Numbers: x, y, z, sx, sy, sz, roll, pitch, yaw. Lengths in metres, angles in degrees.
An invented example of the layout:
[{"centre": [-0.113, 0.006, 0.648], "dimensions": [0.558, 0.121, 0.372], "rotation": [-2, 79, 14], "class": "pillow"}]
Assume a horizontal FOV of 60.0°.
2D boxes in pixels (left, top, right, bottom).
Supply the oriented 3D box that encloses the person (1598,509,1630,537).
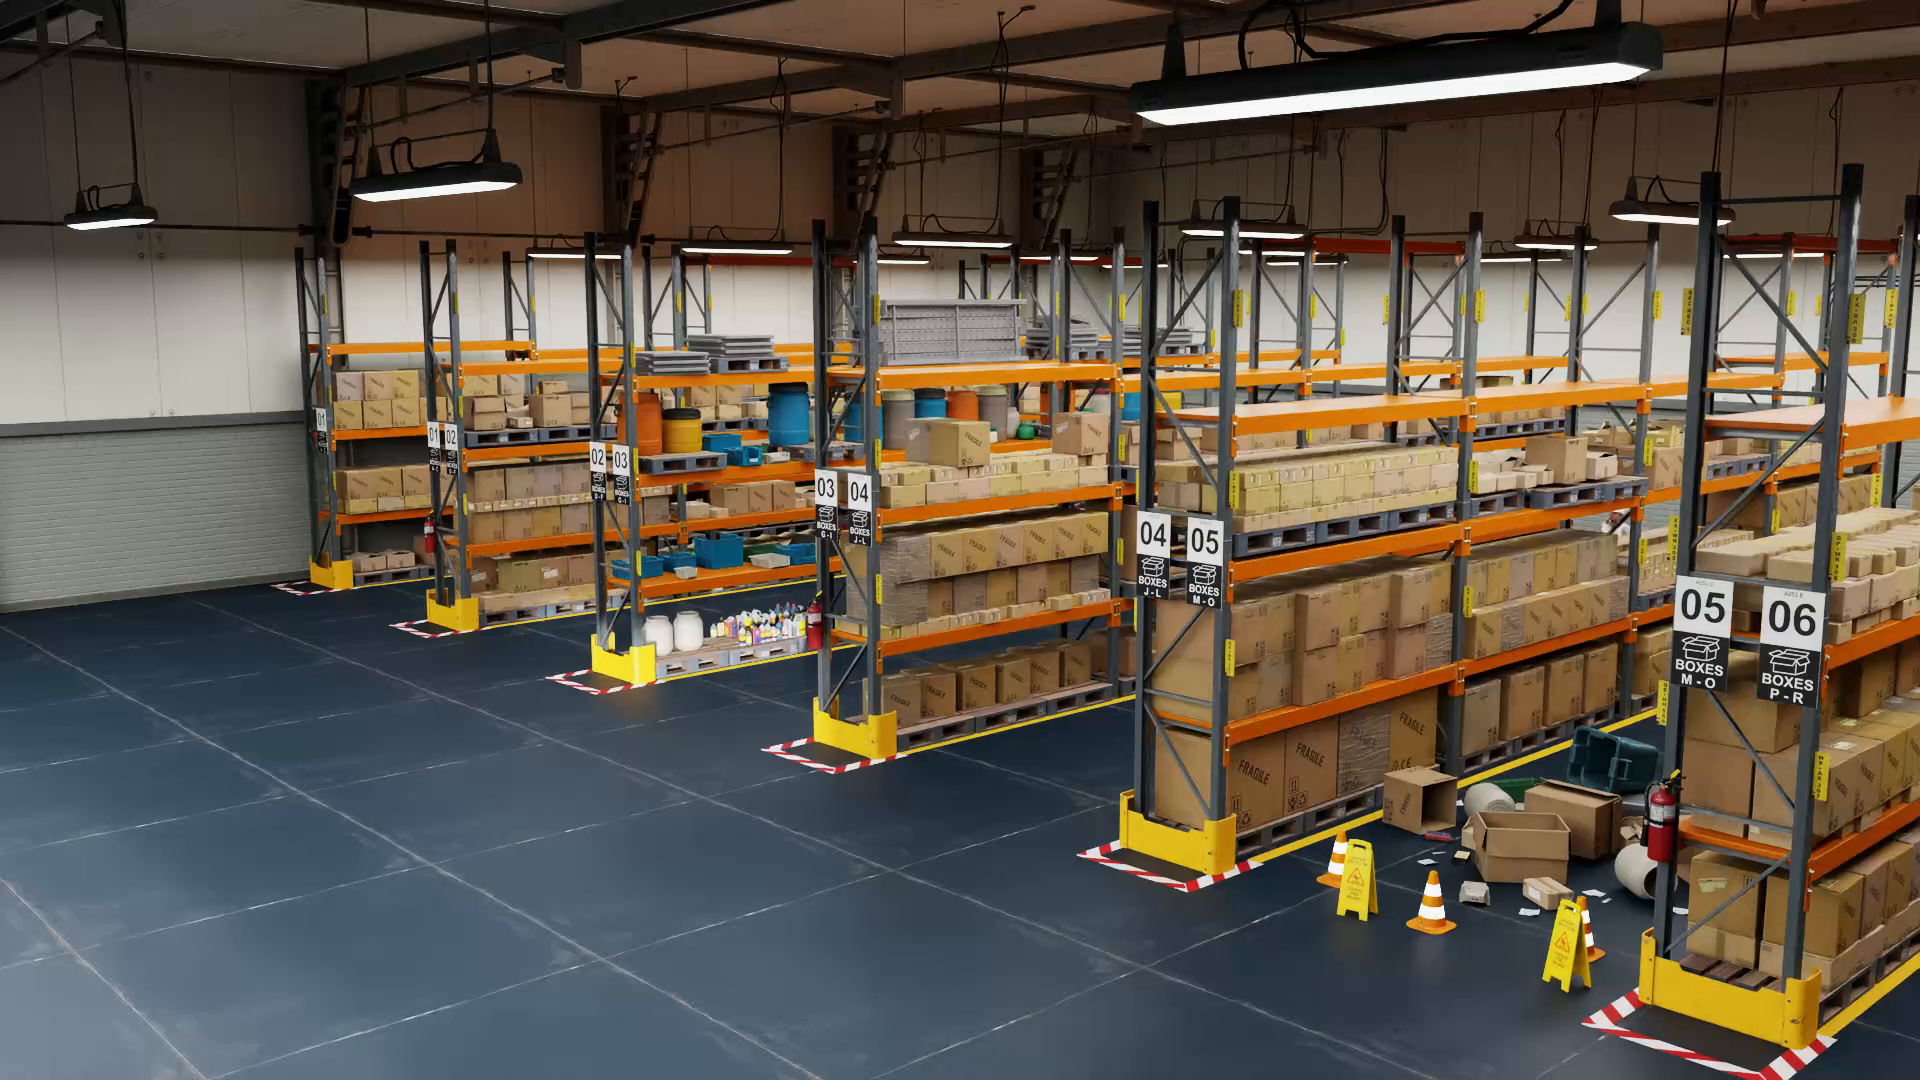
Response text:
[{"centre": [10.659, 0.306, 27.241], "dimensions": [0.622, 1.797, 0.726], "rotation": [6, 11, 37], "class": "person"}]
